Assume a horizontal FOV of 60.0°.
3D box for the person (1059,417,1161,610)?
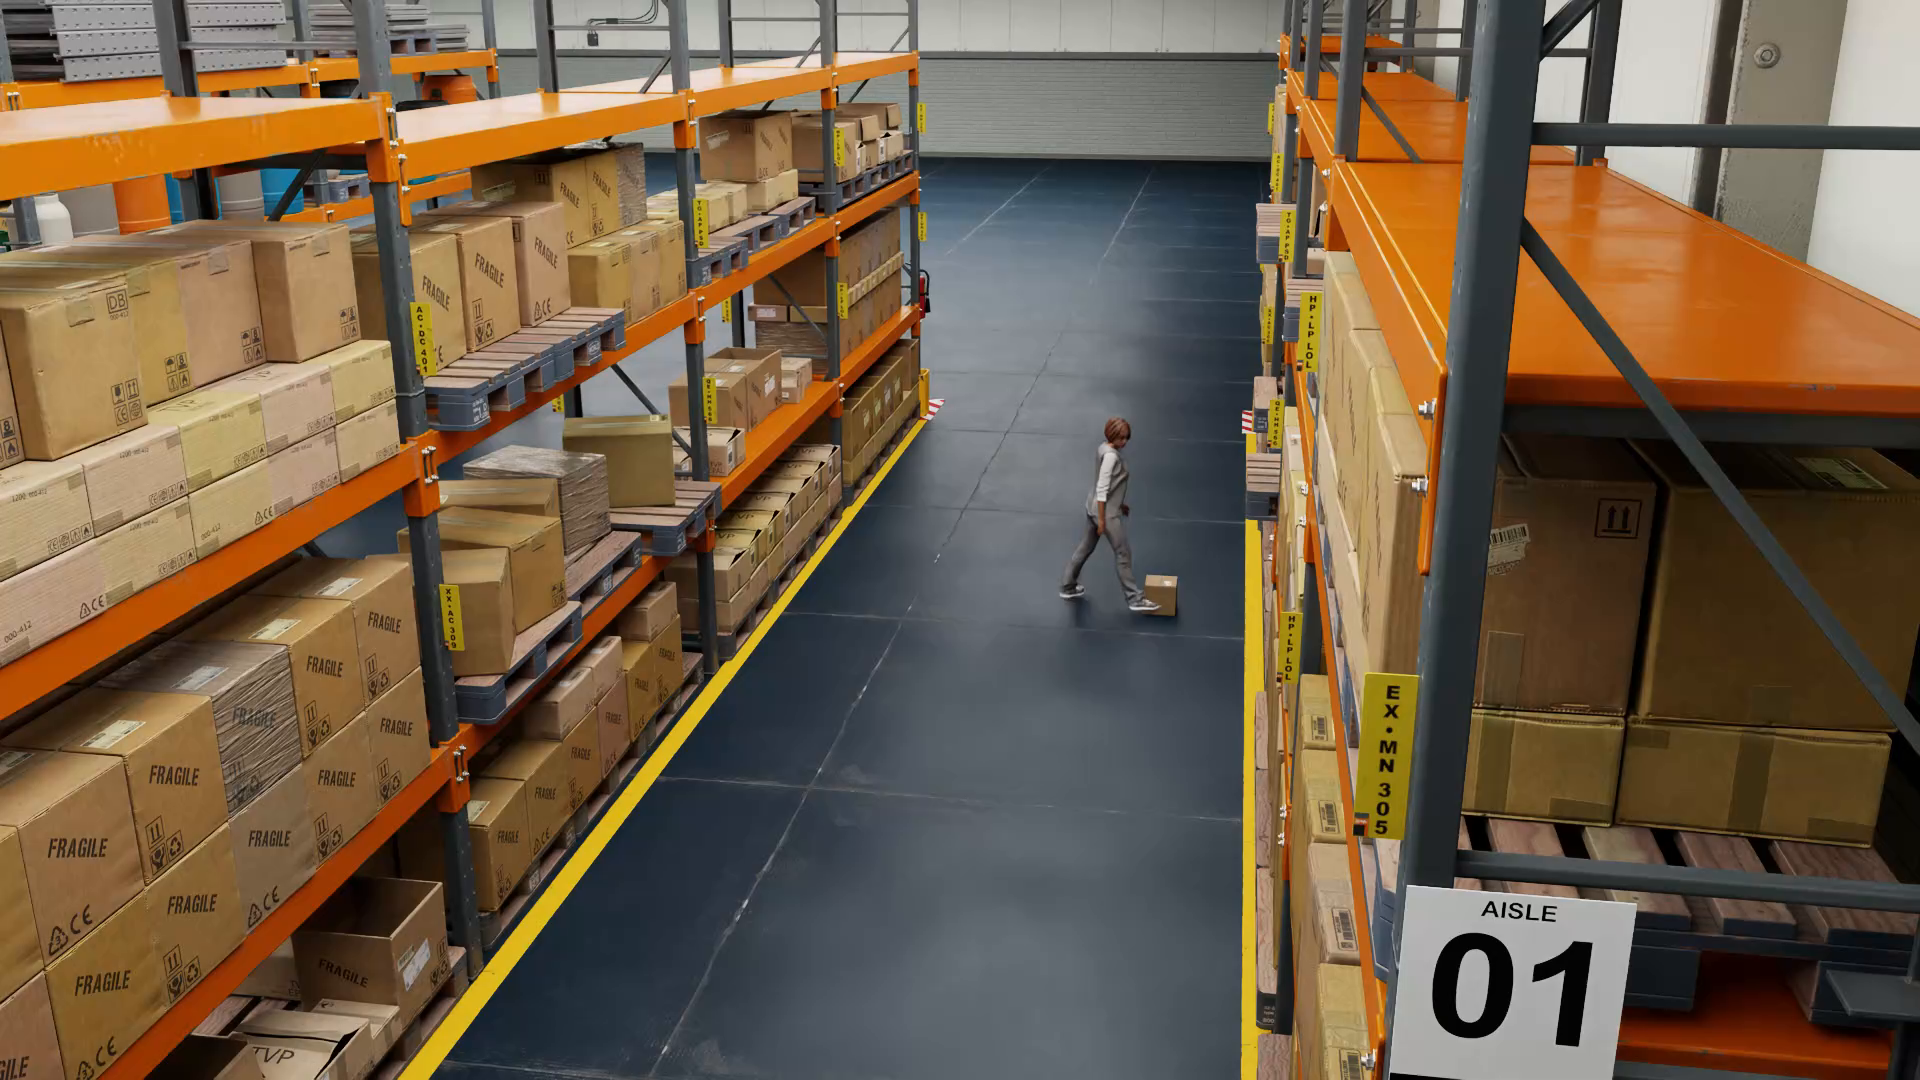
[{"bbox_3d":[1.211,-0.232,13.252,0.779,1.551,0.541,-2,18,-6],"label":"person"}]
